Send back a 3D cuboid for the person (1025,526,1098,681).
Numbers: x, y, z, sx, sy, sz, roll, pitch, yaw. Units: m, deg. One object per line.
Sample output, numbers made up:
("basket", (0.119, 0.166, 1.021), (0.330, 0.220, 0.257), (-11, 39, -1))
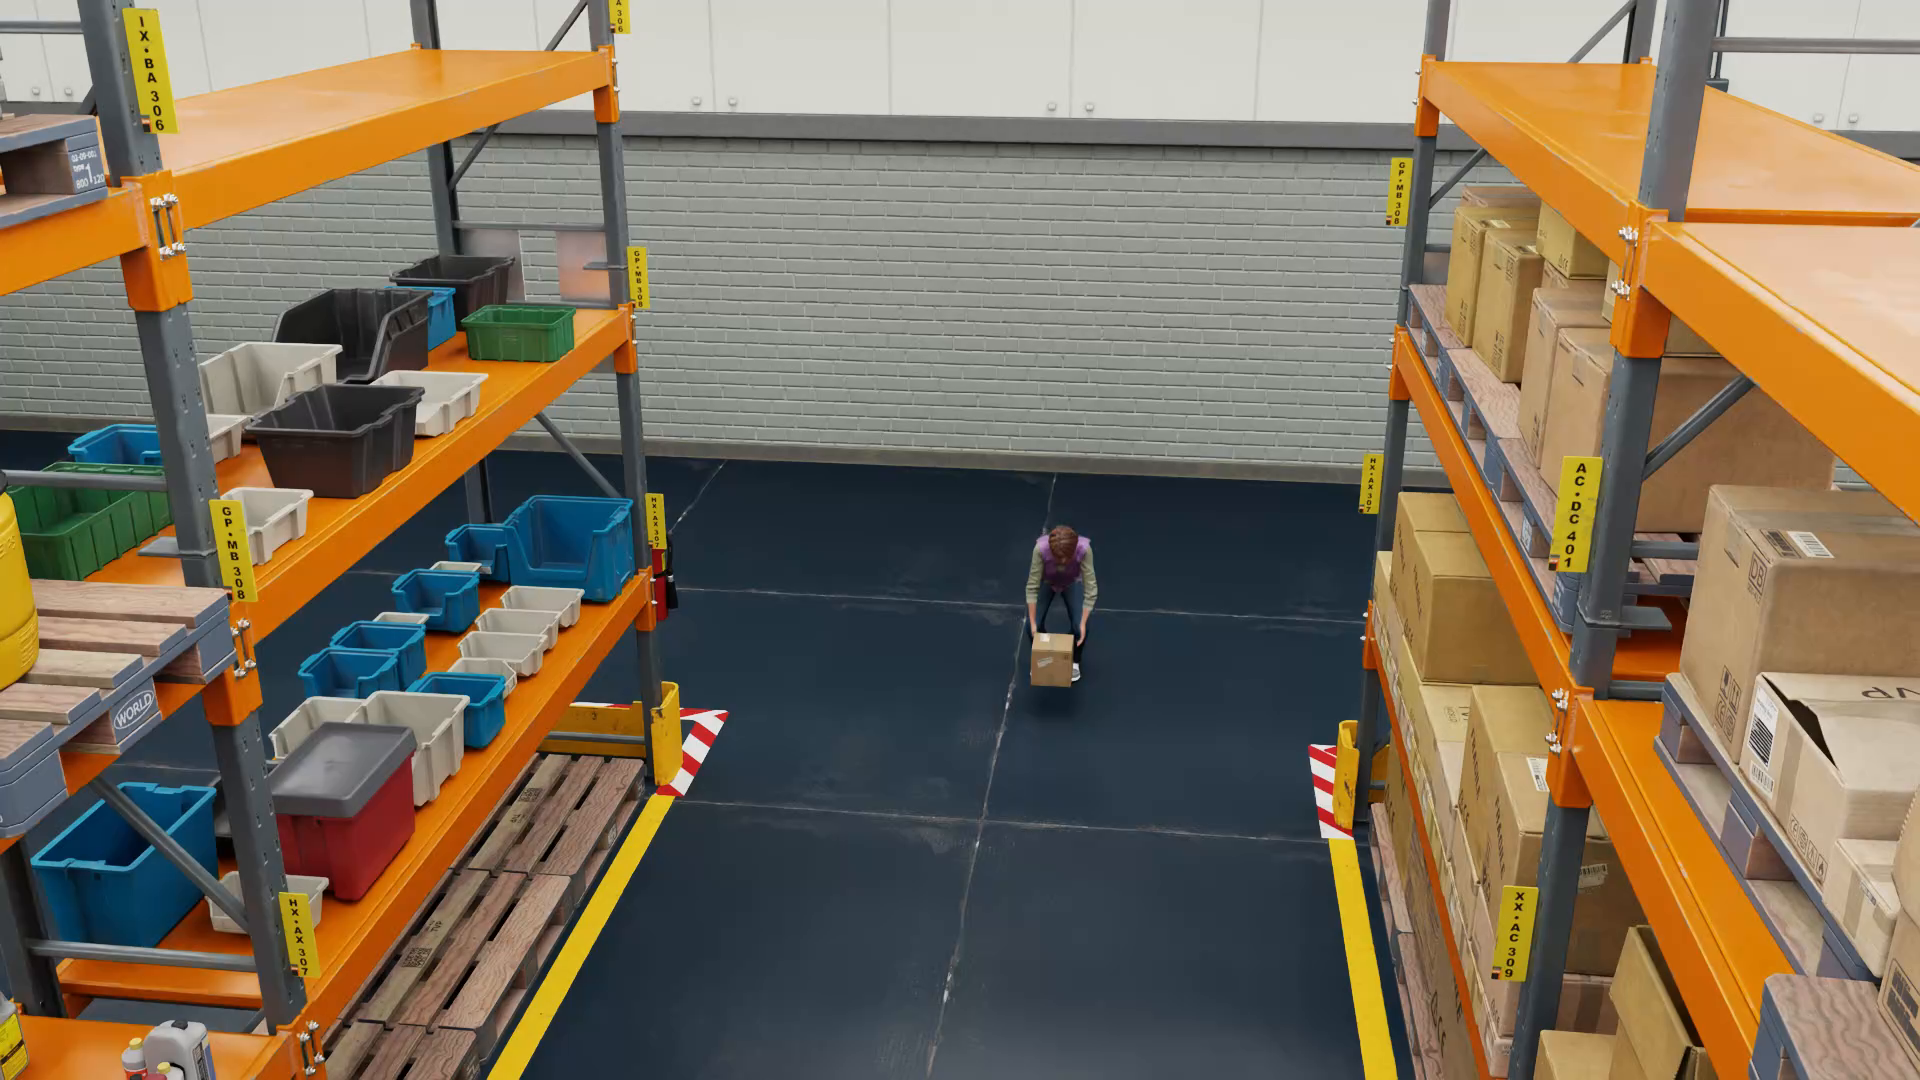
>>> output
("person", (0.663, 0.369, 10.760), (0.464, 1.163, 0.721), (3, 22, 7))
